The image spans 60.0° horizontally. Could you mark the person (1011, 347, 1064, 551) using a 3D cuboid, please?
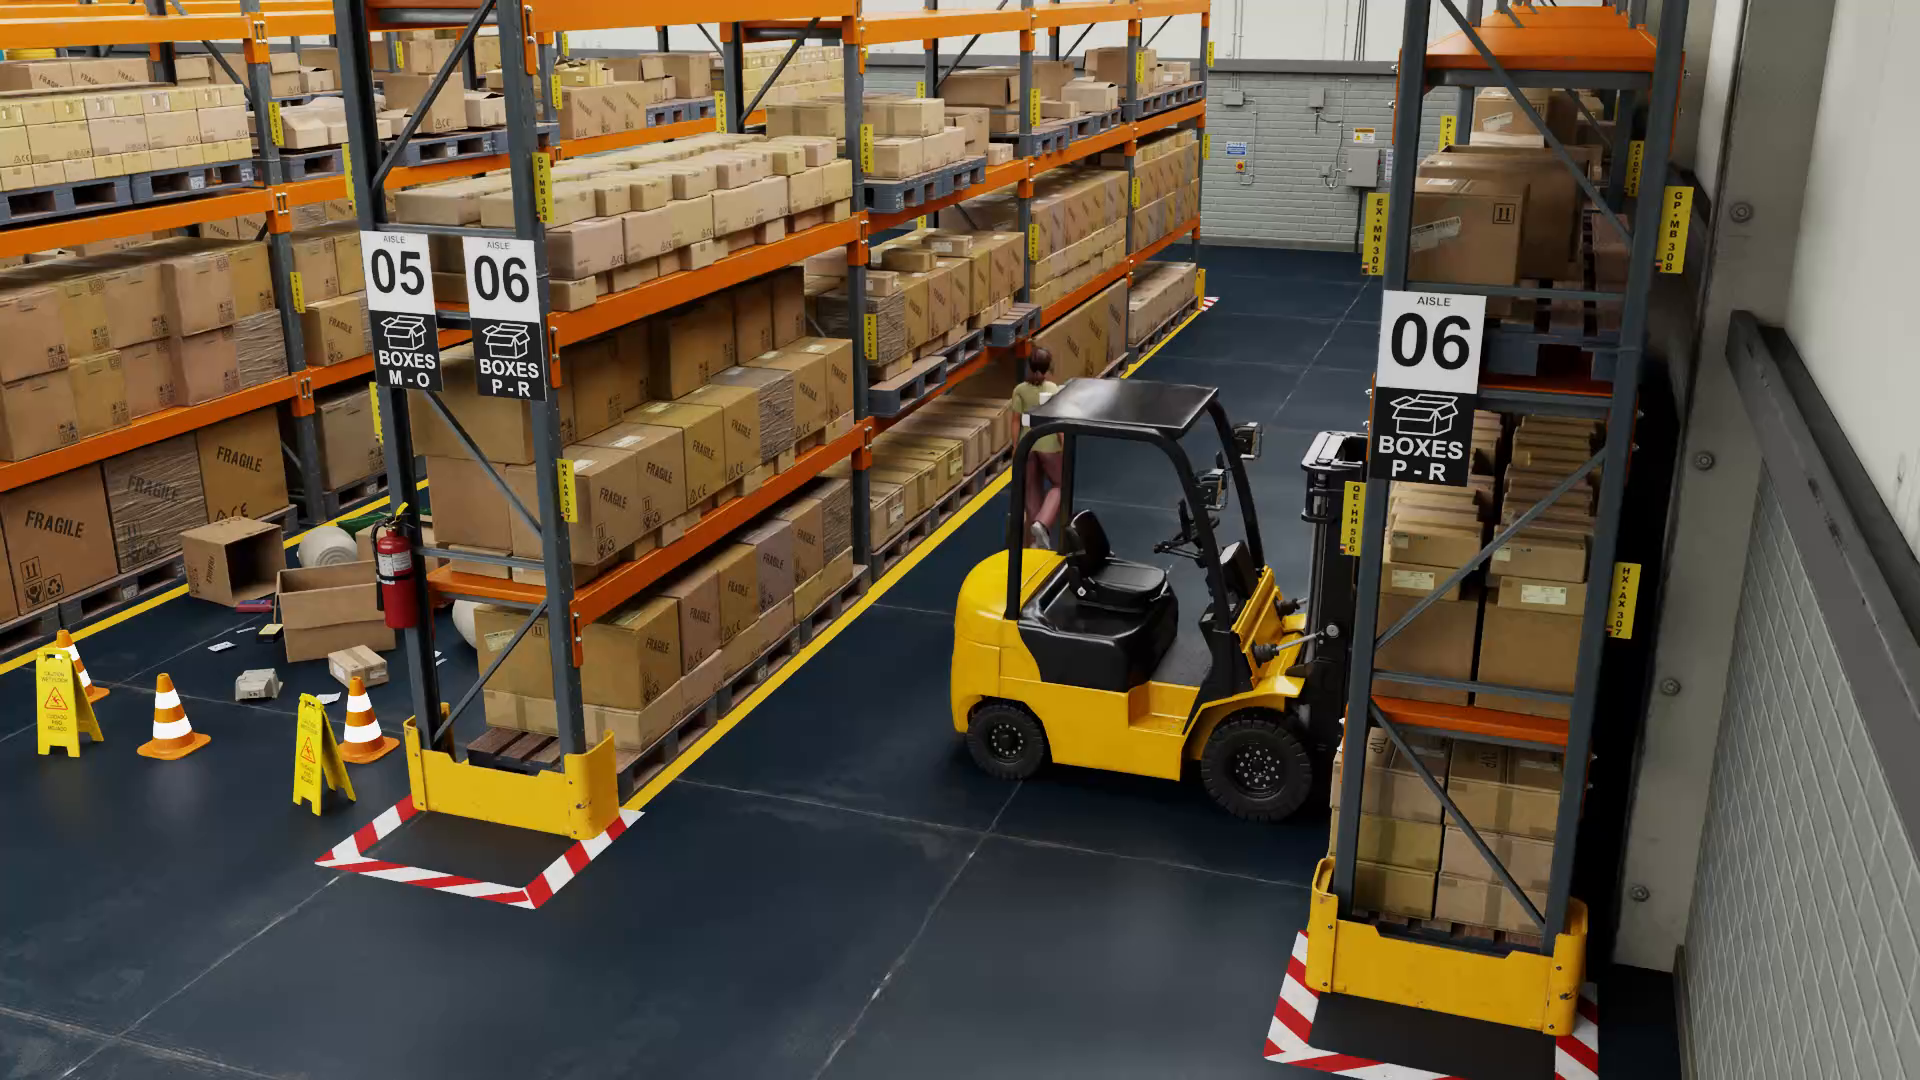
[{"bbox_3d":[0.625,-0.692,13.025,0.467,1.662,0.532,7,20,21],"label":"person"}]
